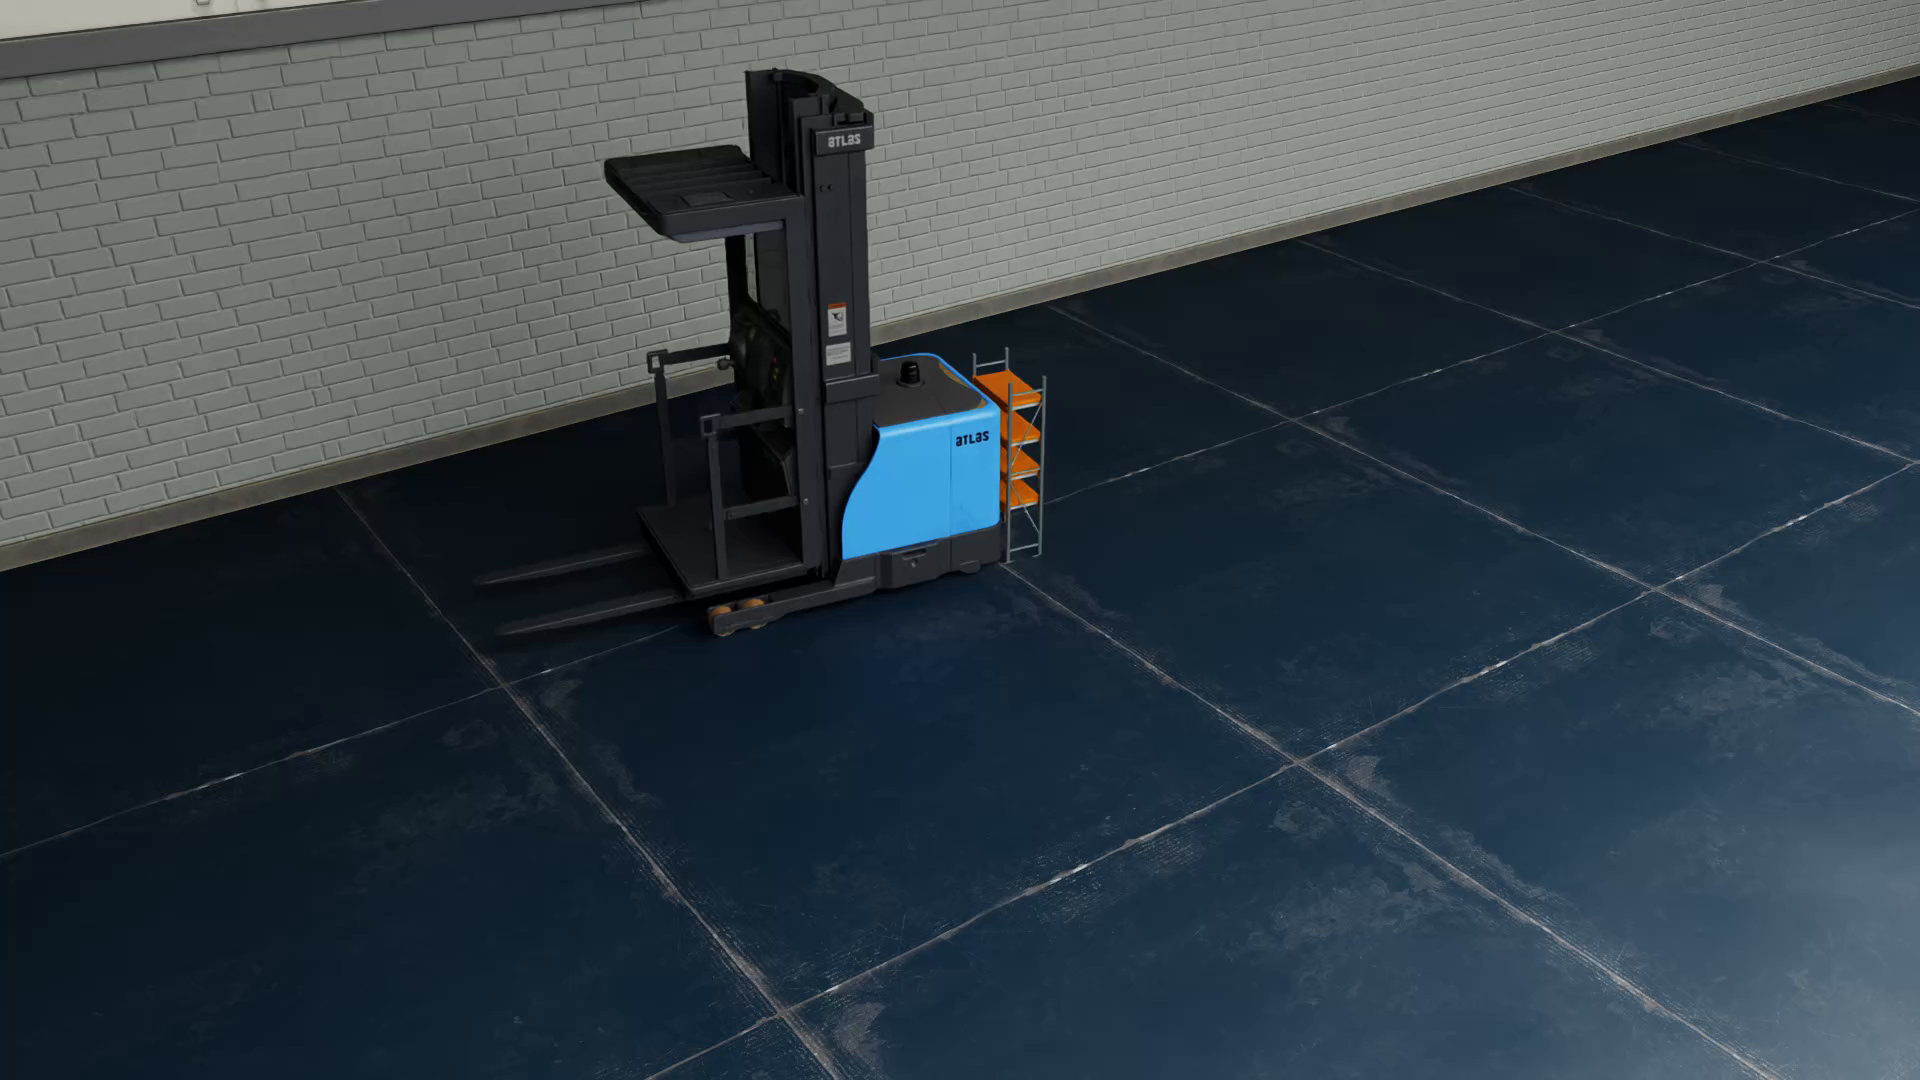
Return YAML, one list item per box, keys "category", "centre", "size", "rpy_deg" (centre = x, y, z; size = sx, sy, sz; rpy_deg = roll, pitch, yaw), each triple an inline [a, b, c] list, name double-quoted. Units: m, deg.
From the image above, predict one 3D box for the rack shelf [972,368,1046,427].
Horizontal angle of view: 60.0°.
- category: "rack shelf"
  centre: [0.289, -0.860, 9.980]
  size: [0.258, 0.148, 0.480]
  rpy_deg: [-13, 31, -22]

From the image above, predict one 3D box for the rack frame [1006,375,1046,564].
- category: "rack frame"
  centre: [0.393, -0.409, 9.973]
  size: [0.240, 1.200, 0.015]
  rpy_deg: [-13, 31, -22]

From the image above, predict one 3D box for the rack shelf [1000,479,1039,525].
- category: "rack shelf"
  centre: [0.288, -0.281, 10.294]
  size: [0.258, 0.148, 0.480]
  rpy_deg: [-13, 31, -22]

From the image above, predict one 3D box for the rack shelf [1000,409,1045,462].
- category: "rack shelf"
  centre: [0.289, -0.652, 10.093]
  size: [0.258, 0.148, 0.480]
  rpy_deg: [-13, 31, -22]

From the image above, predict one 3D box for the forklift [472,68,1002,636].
- category: "forklift"
  centre: [-1.306, -1.028, 9.299]
  size: [3.031, 2.935, 1.130]
  rpy_deg: [-13, 31, -22]

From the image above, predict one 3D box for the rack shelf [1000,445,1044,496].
- category: "rack shelf"
  centre: [0.289, -0.456, 10.199]
  size: [0.258, 0.148, 0.480]
  rpy_deg: [-13, 31, -22]

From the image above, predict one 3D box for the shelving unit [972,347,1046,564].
- category: "shelving unit"
  centre: [0.289, -0.515, 10.167]
  size: [0.258, 1.200, 0.503]
  rpy_deg: [-13, 31, -22]

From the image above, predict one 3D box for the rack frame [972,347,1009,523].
- category: "rack frame"
  centre: [0.185, -0.620, 10.361]
  size: [0.240, 1.200, 0.015]
  rpy_deg: [-13, 31, -22]
